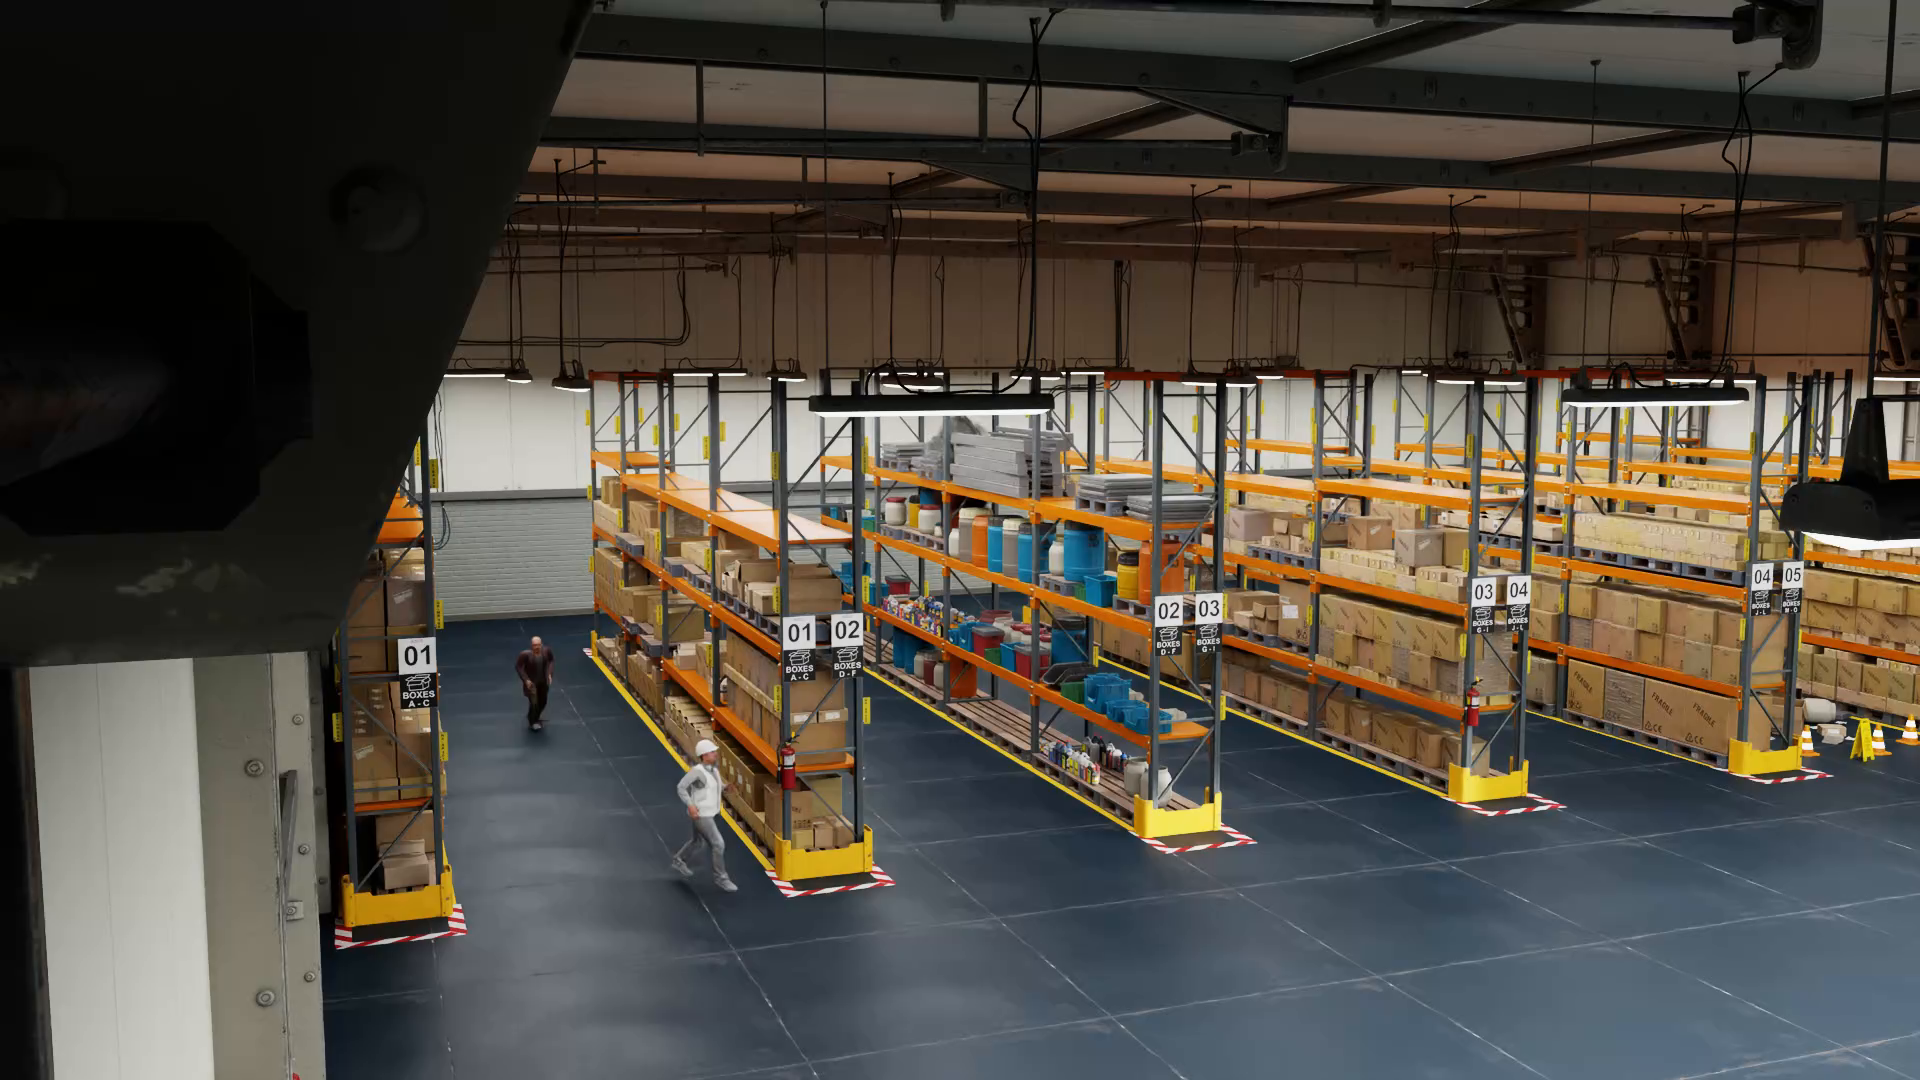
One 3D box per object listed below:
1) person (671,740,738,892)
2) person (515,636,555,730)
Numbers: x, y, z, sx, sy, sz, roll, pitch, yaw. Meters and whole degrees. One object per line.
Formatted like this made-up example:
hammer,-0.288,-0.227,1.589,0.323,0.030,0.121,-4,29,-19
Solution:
person,-3.071,3.257,19.685,0.898,1.816,0.708,2,7,14
person,-7.207,2.383,28.121,0.734,1.636,0.883,-6,9,-44
